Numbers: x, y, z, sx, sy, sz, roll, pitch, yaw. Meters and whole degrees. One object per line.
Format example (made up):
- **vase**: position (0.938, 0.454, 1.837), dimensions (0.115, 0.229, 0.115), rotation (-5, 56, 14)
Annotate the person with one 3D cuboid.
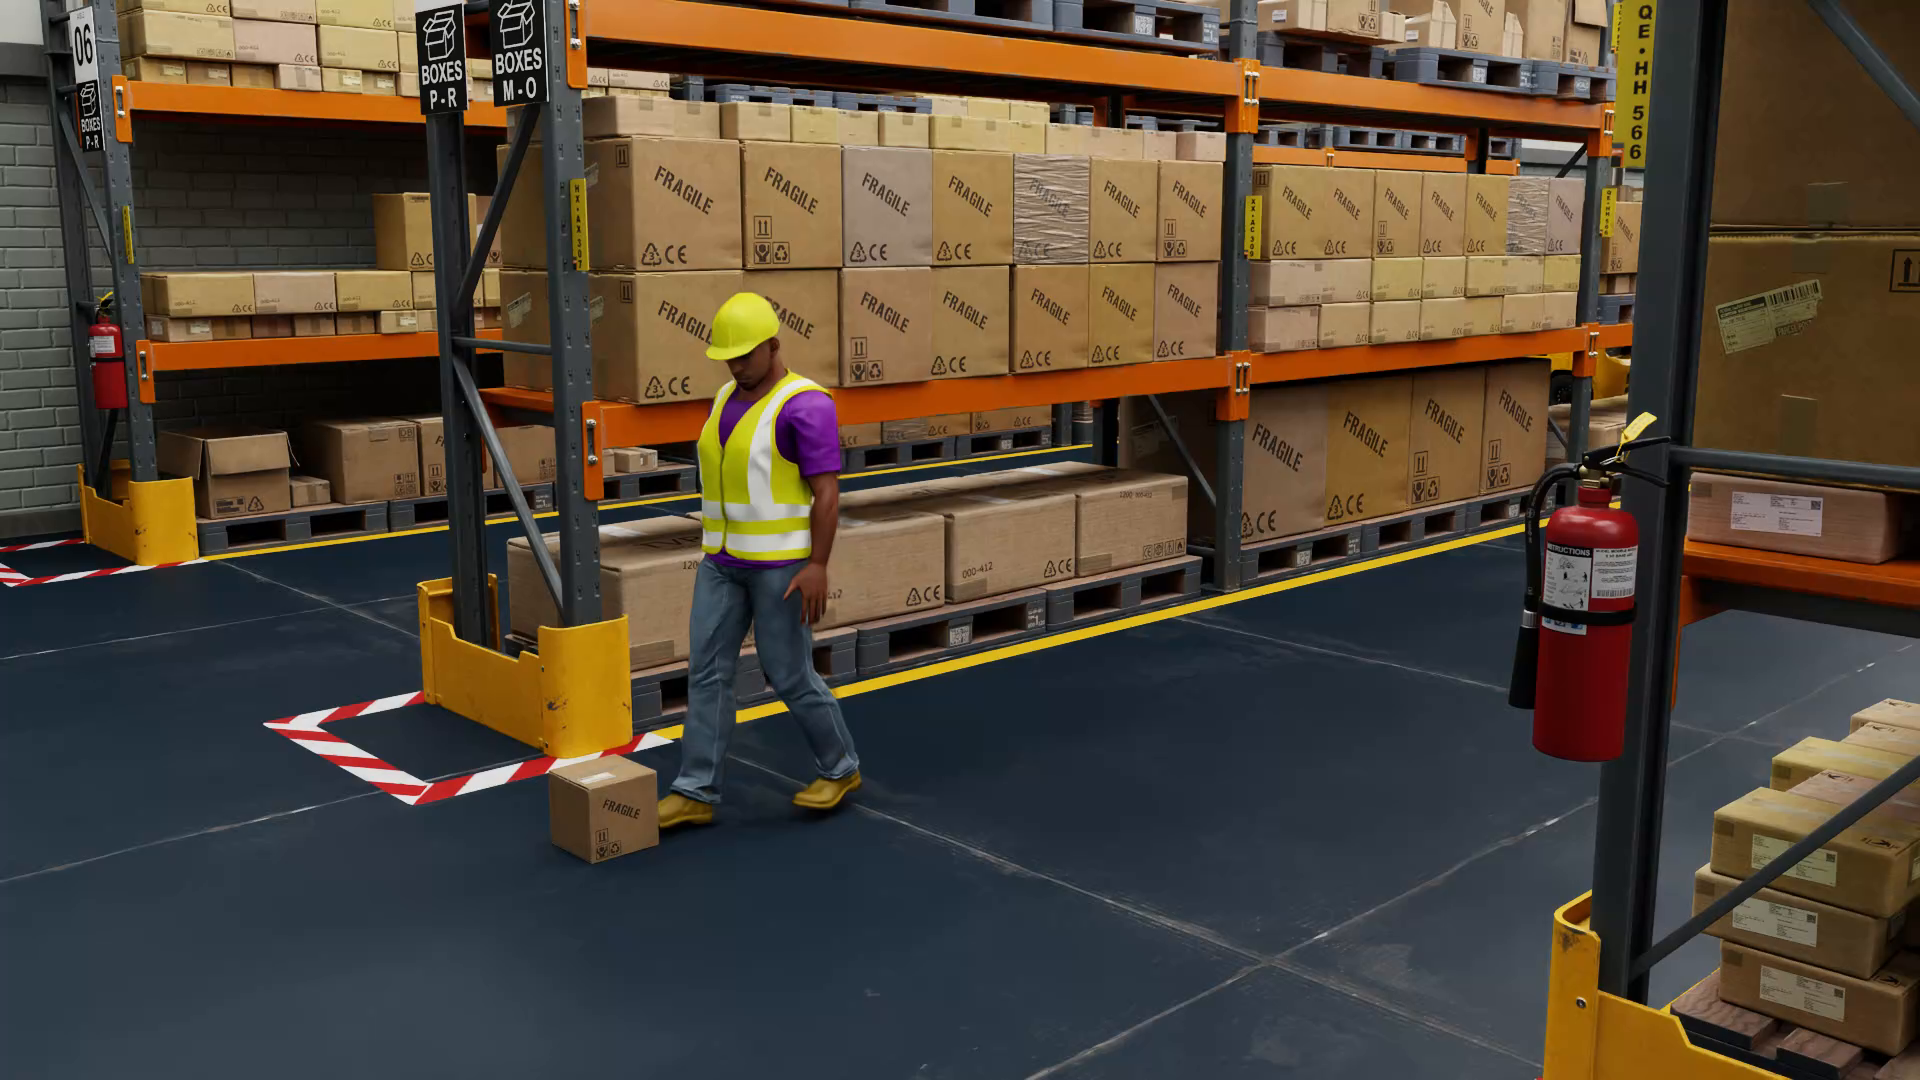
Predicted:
- **person**: position (-0.692, 0.077, 5.420), dimensions (0.618, 1.746, 0.777), rotation (10, 14, 42)
